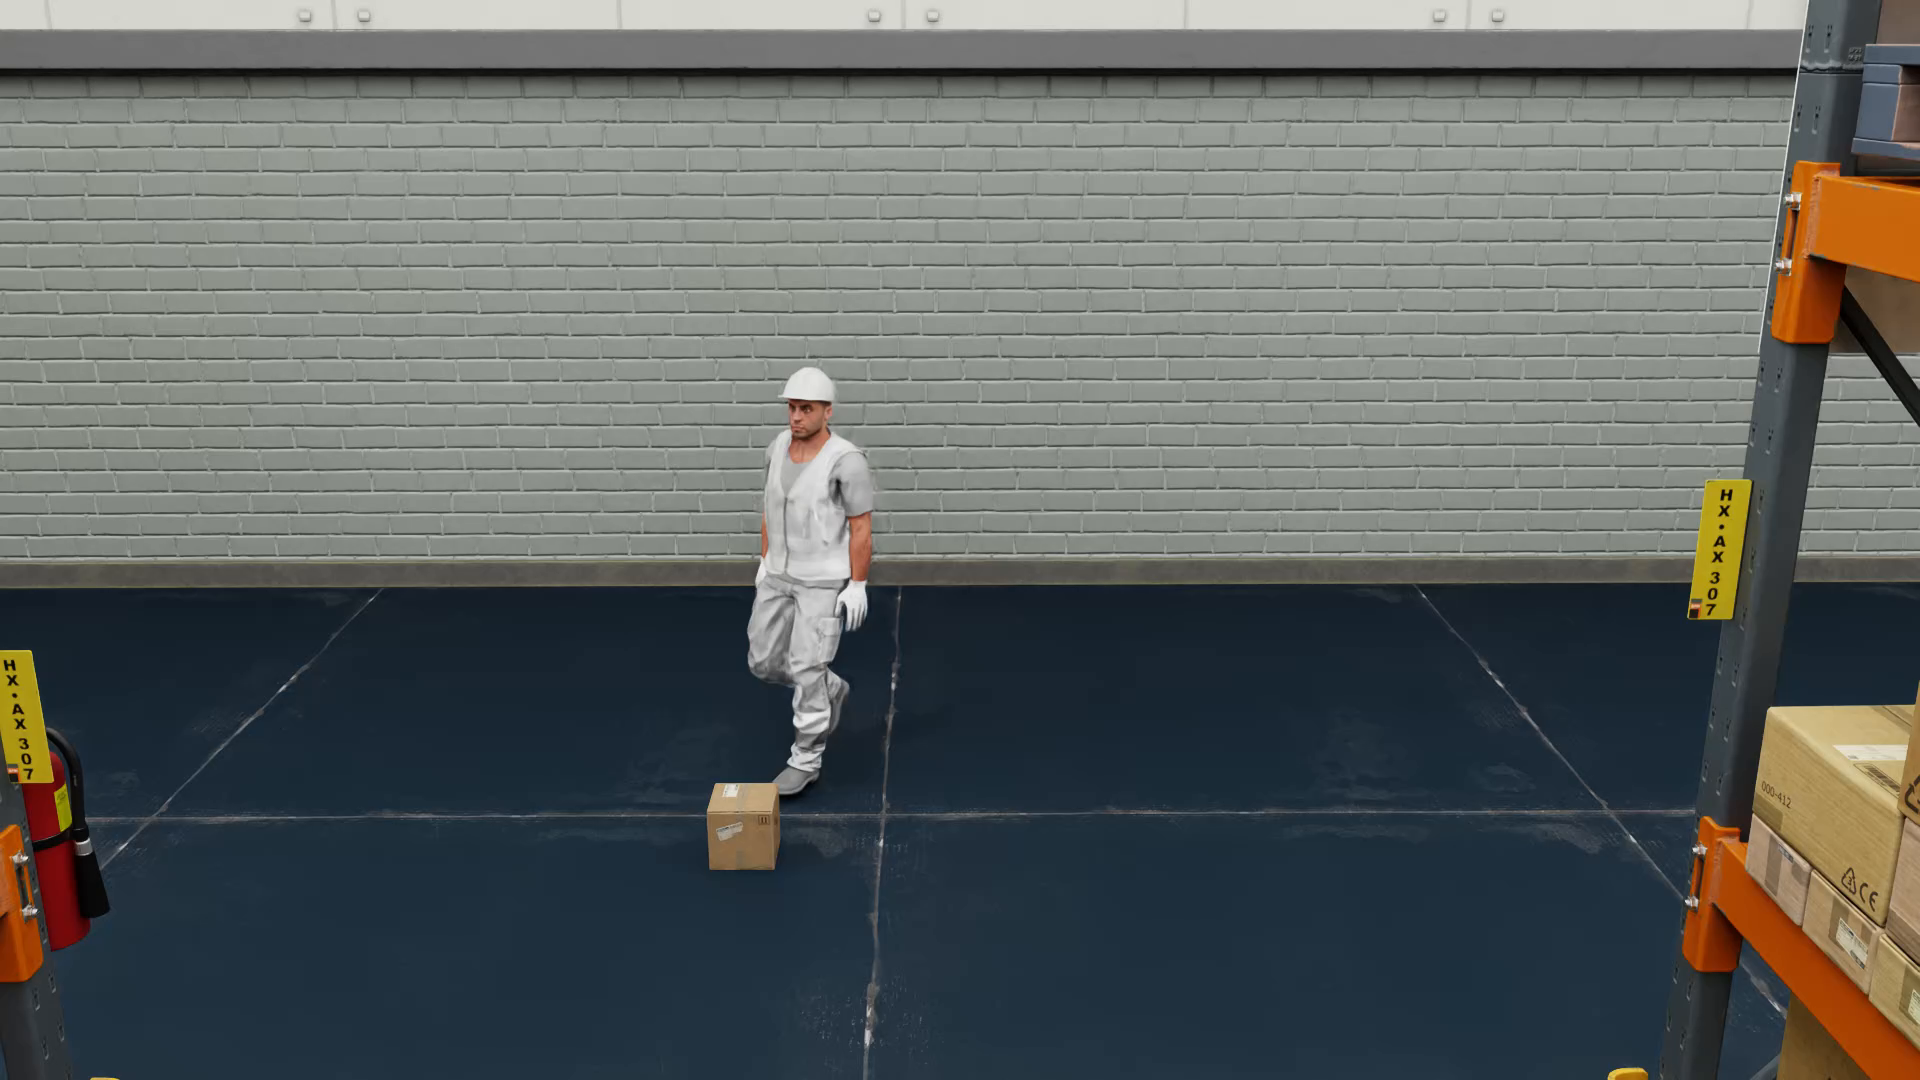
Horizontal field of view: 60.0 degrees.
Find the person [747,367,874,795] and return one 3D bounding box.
[{"bbox_3d":[-0.623,0.156,6.944,0.580,1.779,0.645,12,21,35],"label":"person"}]
